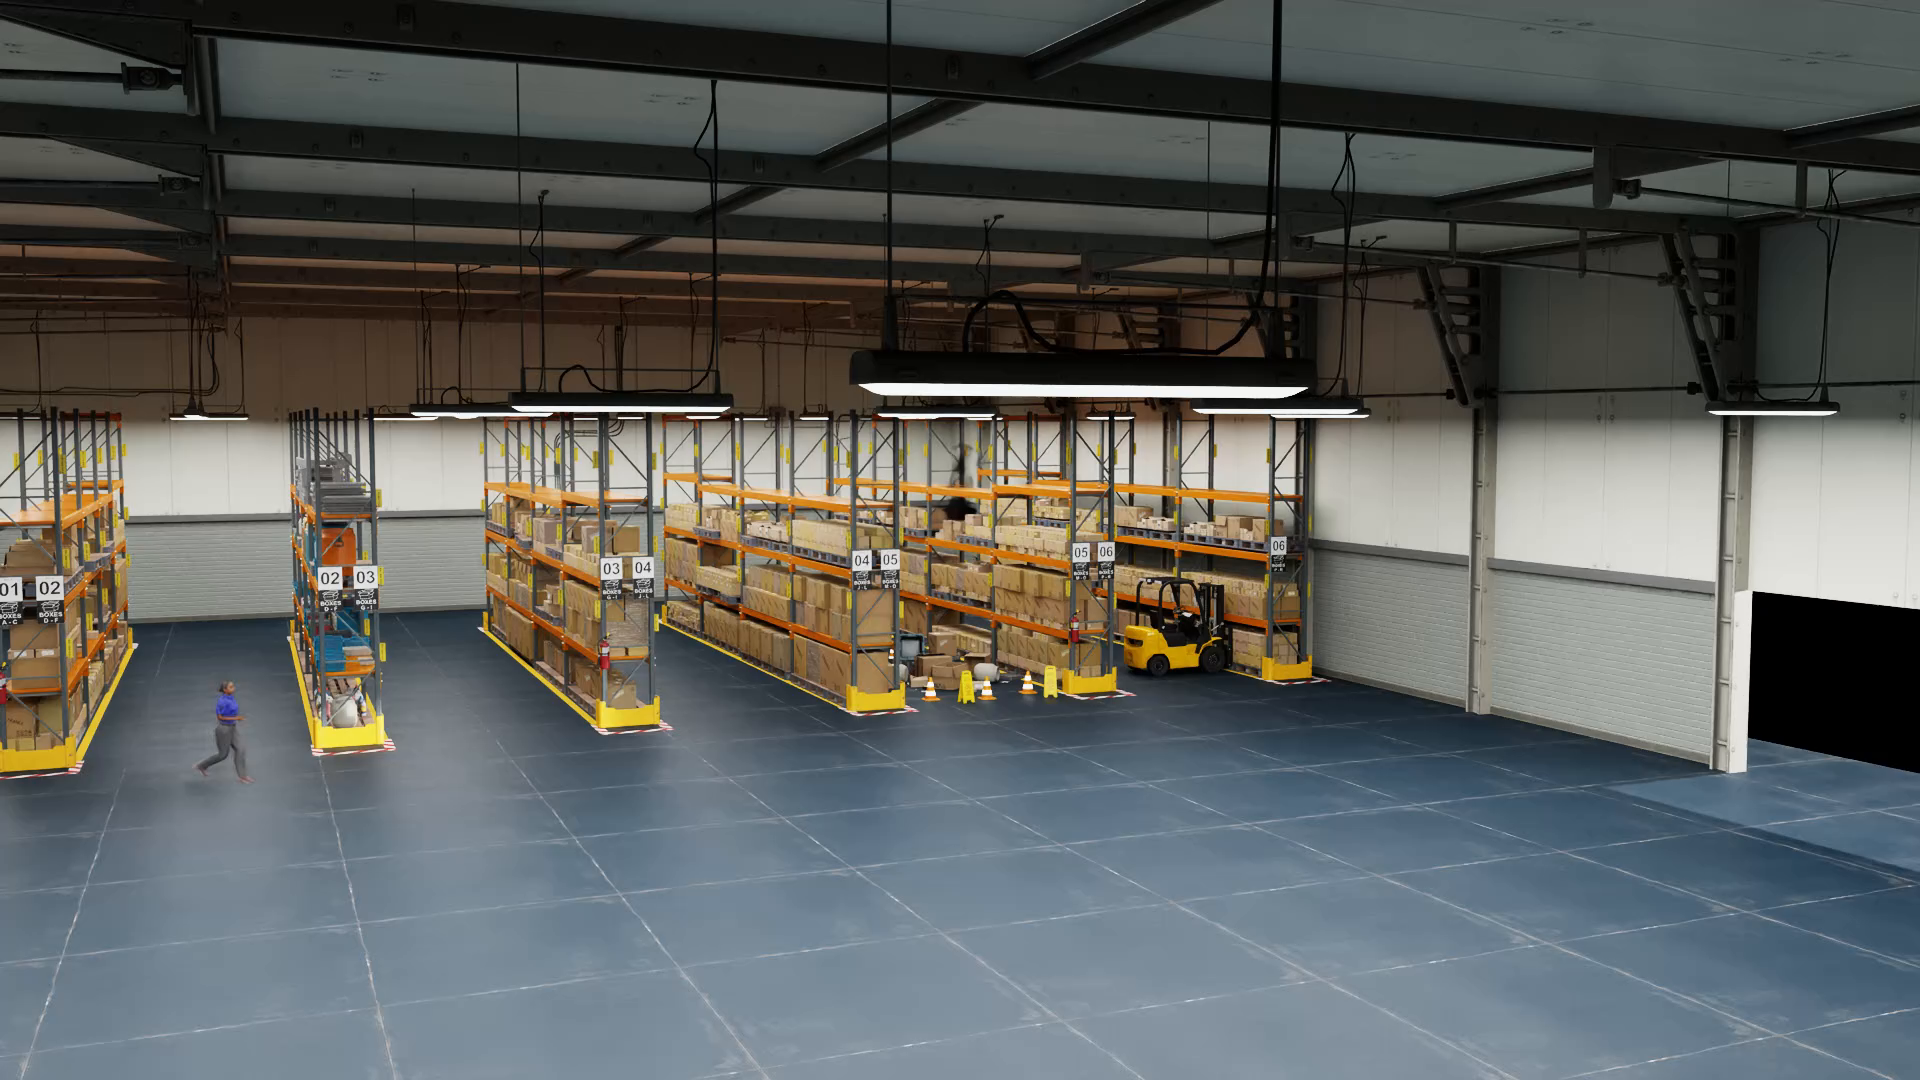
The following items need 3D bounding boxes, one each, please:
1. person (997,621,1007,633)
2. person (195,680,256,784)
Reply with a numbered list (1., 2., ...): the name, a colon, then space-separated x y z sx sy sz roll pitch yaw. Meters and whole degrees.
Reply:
1. person: 1.085 1.842 43.698 0.672 1.738 0.813 -2 5 -31
2. person: -11.675 3.060 26.396 0.914 1.684 0.581 0 4 0
